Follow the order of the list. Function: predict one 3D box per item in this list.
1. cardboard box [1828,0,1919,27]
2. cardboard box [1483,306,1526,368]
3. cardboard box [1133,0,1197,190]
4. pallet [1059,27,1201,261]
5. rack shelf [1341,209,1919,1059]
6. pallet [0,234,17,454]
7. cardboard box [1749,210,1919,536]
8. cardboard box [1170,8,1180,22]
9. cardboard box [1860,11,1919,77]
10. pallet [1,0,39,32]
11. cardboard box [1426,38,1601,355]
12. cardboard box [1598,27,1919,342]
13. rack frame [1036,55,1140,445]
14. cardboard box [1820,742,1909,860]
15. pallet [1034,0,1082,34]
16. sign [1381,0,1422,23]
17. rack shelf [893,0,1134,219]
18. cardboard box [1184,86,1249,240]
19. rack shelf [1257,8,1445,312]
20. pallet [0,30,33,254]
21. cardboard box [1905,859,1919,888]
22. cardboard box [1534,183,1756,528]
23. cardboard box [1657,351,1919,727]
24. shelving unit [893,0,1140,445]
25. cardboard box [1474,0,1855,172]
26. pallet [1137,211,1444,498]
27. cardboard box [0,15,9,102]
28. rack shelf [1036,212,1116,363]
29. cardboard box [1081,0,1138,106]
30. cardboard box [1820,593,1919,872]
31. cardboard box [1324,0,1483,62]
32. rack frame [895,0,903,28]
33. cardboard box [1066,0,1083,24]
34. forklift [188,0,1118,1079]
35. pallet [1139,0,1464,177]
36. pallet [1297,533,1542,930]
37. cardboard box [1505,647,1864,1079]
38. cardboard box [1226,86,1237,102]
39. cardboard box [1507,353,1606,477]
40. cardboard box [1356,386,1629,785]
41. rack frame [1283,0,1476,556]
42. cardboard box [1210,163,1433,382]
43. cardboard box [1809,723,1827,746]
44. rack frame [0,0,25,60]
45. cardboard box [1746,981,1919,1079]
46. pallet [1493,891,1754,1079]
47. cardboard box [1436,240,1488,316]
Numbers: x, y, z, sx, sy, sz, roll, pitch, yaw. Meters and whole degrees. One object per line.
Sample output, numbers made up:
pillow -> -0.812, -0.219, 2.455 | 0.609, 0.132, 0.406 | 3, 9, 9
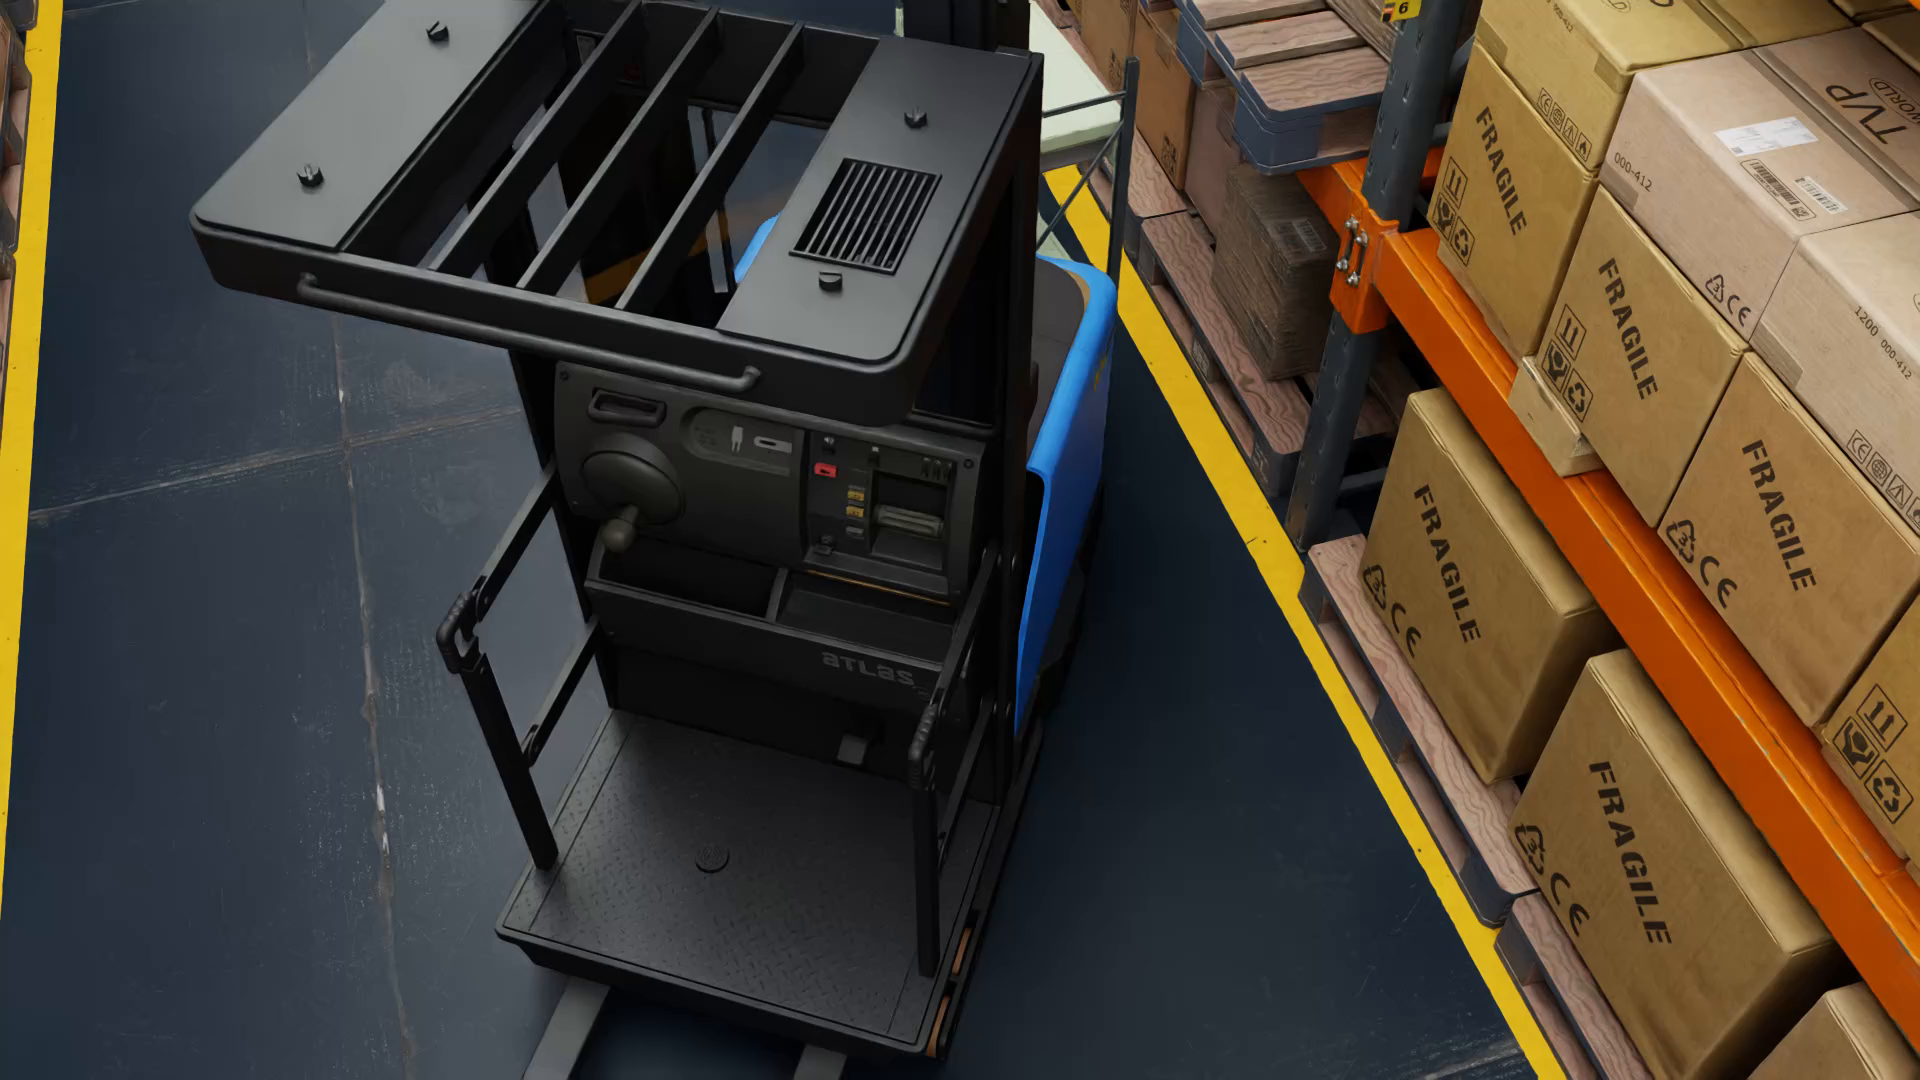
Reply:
cardboard box -> 1.904, -1.181, 3.520 | 0.500, 0.250, 0.500 | -12, 51, -10
cardboard box -> 1.465, -0.524, 3.881 | 0.380, 0.149, 0.250 | -13, 51, -10
cardboard box -> 1.045, -1.686, 6.057 | 0.700, 0.500, 0.500 | -14, 51, -11
pallet -> 0.936, -1.639, 6.494 | 1.003, 0.211, 1.213 | -13, 51, -11
rack shelf -> 2.114, 0.616, 3.240 | 1.077, 0.370, 4.000 | -13, 51, -11
pallet -> -3.772, -0.555, 5.580 | 1.003, 0.211, 1.213 | -13, 51, -11
cardboard box -> 1.722, -0.307, 2.783 | 0.500, 0.250, 0.500 | -13, 51, -11
cardboard box -> 0.994, -1.974, 5.809 | 0.500, 0.250, 0.500 | -14, 51, -11
cardboard box -> 2.054, -0.802, 3.200 | 0.500, 0.250, 0.500 | -15, 51, -12
pallet -> -4.587, -2.567, 7.276 | 1.003, 0.211, 1.213 | -13, 51, -11
cardboard box -> 1.422, -0.799, 3.689 | 0.500, 0.500, 0.500 | -12, 51, -10
cardboard box -> 1.570, -0.671, 3.090 | 0.500, 0.250, 0.500 | -14, 51, -11
rack frame -> 0.283, -0.720, 4.876 | 0.400, 1.500, 0.023 | -18, 52, -15
cardboard box -> 1.863, 0.408, 3.095 | 0.380, 0.149, 0.250 | -13, 51, -11
pallet -> 0.571, -2.531, 7.246 | 1.003, 0.211, 1.213 | -13, 51, -11
sign -> 1.007, -1.295, 3.674 | 0.100, 0.325, 0.005 | -13, 51, -11
rack shelf -> 0.141, -1.230, 4.795 | 0.431, 0.370, 0.720 | -18, 52, -15
cardboard box -> 1.219, -1.330, 5.756 | 0.700, 0.500, 0.500 | -13, 51, -11
rack shelf -> 0.931, -2.306, 5.703 | 1.077, 0.370, 4.000 | -13, 51, -11
pallet -> -4.136, -1.448, 6.332 | 1.003, 0.211, 1.213 | -13, 51, -11
cardboard box -> 1.934, 0.602, 2.932 | 0.380, 0.149, 0.250 | -12, 51, -10
cardboard box -> 1.568, -0.414, 3.364 | 0.500, 0.500, 0.500 | -12, 51, -10
cardboard box -> 1.713, -0.052, 3.059 | 0.500, 0.500, 0.500 | -14, 51, -11
shelving unit -> 0.141, -0.978, 5.094 | 0.431, 1.500, 0.755 | -18, 52, -15
cardboard box -> 1.419, -1.042, 3.403 | 0.500, 0.250, 0.500 | -12, 51, -10
pallet -> 1.293, -0.749, 5.744 | 1.003, 0.211, 1.213 | -13, 51, -11
cardboard box -> -3.992, -1.888, 6.403 | 0.500, 0.250, 0.500 | -14, 51, -11
rack shelf -> 0.141, -0.768, 5.343 | 0.431, 0.370, 0.720 | -18, 52, -15
cardboard box -> 0.886, -2.053, 6.366 | 0.700, 0.500, 0.500 | -13, 51, -11
cardboard box -> 1.875, 0.327, 2.740 | 0.500, 0.500, 0.500 | -12, 51, -10
cardboard box -> 1.374, -1.592, 4.277 | 0.700, 0.500, 0.500 | -19, 52, -15
rack frame -> -0.001, -1.236, 5.311 | 0.400, 1.500, 0.023 | -18, 52, -15
cardboard box -> 0.774, -2.435, 6.688 | 0.700, 0.500, 0.500 | -14, 51, -12
forklift -> -0.471, -0.007, 3.339 | 1.130, 2.935, 3.031 | 13, 51, 11
pallet -> 1.210, -1.512, 4.688 | 1.213, 0.211, 1.003 | -13, 51, -11
pallet -> 1.684, 0.415, 4.762 | 1.003, 0.211, 1.213 | -13, 51, -11
cardboard box -> 1.868, 0.688, 3.839 | 0.750, 0.750, 0.750 | -14, 51, -11
cardboard box -> 1.151, -1.599, 5.493 | 0.500, 0.250, 0.500 | -12, 51, -10
cardboard box -> 1.463, -0.311, 3.701 | 0.380, 0.149, 0.250 | -12, 51, -10
cardboard box -> 1.615, 0.047, 4.380 | 0.750, 0.750, 0.750 | -14, 51, -11
rack frame -> 1.523, -1.077, 4.196 | 1.000, 3.000, 0.127 | -13, 51, -11
cardboard box -> 1.260, -0.927, 5.417 | 0.700, 0.500, 0.500 | -13, 51, -10
cardboard box -> 1.806, 0.224, 3.251 | 0.380, 0.149, 0.250 | -13, 51, -10
rack frame -> -4.391, -2.876, 5.712 | 1.000, 3.000, 0.127 | -13, 51, -11
cardboard box -> 2.123, 1.308, 3.317 | 0.750, 0.750, 0.750 | -12, 51, -10
pallet -> 2.041, 1.304, 4.013 | 1.003, 0.211, 1.213 | -13, 51, -11
cardboard box -> 1.399, -0.710, 4.038 | 0.380, 0.149, 0.250 | -14, 51, -12
